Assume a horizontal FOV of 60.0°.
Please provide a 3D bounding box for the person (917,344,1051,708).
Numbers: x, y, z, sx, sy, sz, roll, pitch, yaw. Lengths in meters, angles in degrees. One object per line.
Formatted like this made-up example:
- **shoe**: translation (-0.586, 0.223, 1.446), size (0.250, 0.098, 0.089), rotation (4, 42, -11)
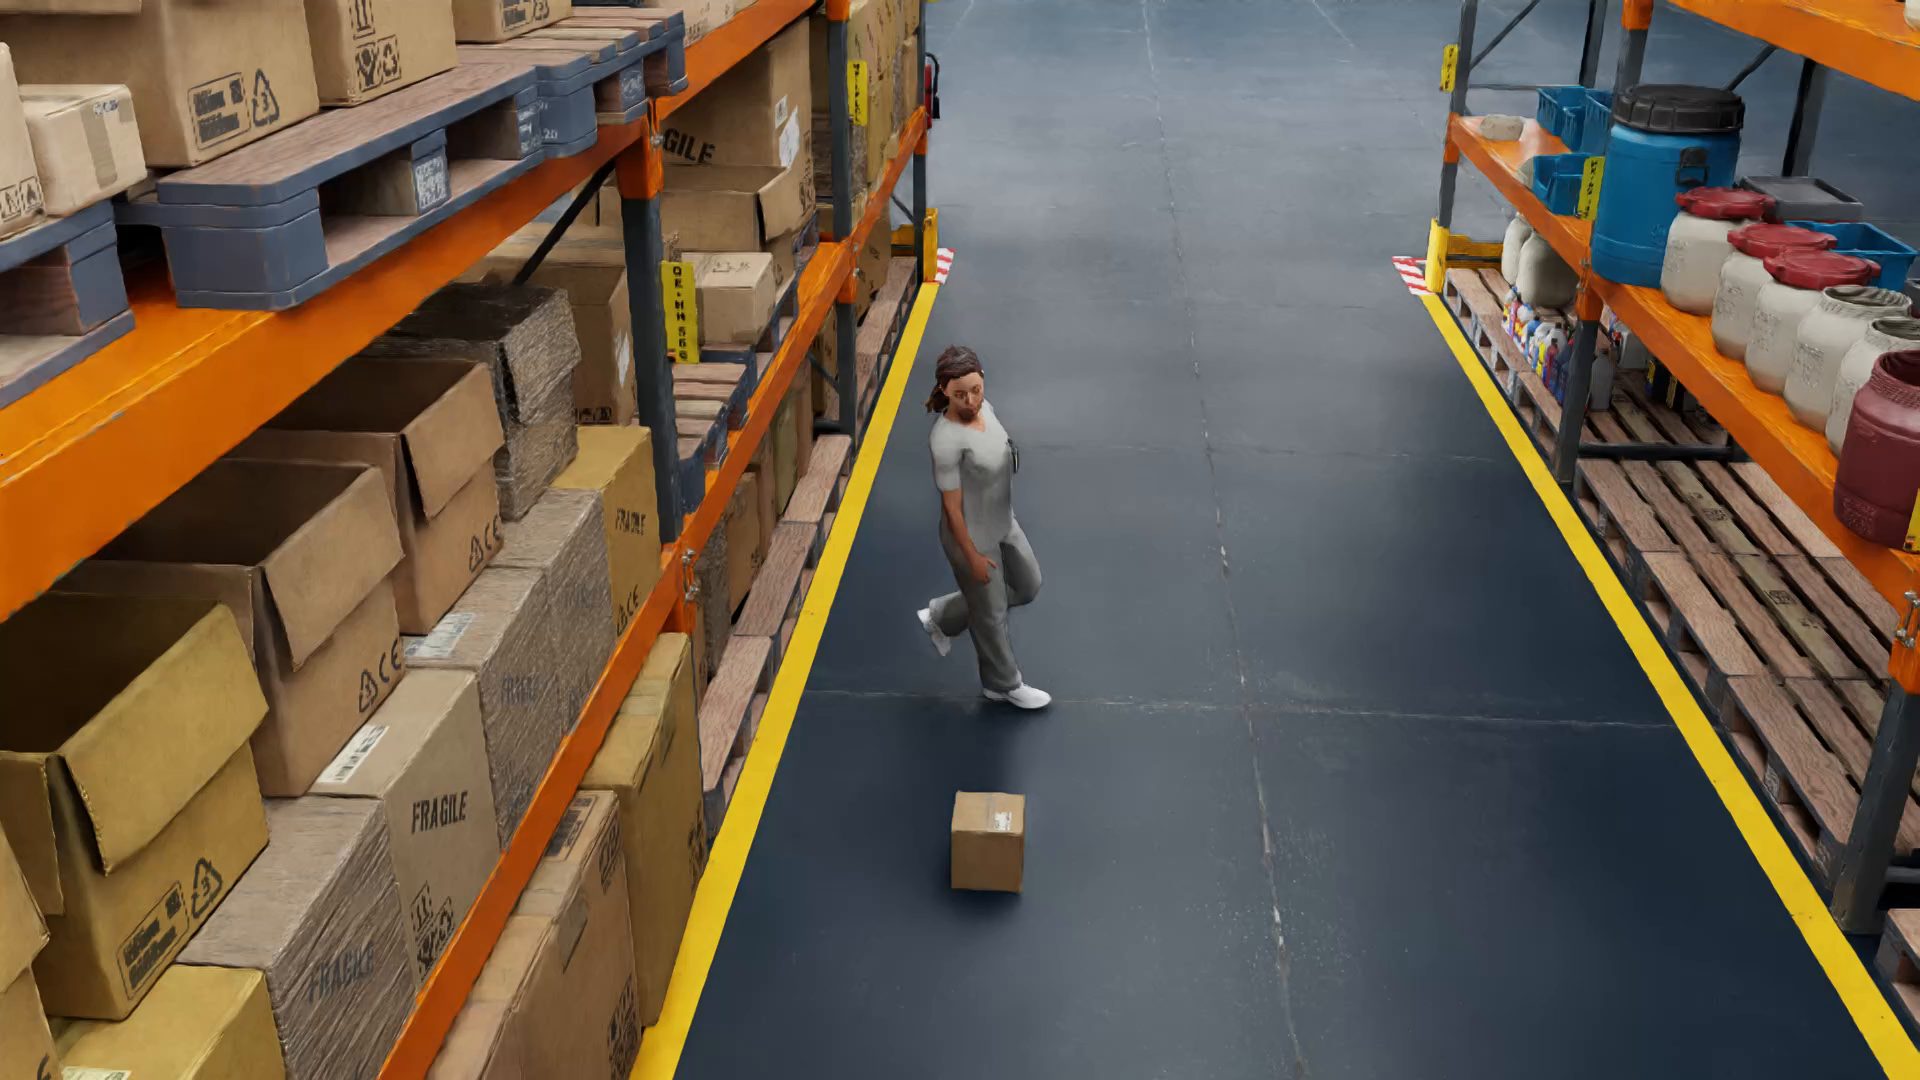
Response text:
- **person**: translation (0.059, -0.031, 6.680), size (0.605, 1.641, 0.553), rotation (8, 26, 17)
